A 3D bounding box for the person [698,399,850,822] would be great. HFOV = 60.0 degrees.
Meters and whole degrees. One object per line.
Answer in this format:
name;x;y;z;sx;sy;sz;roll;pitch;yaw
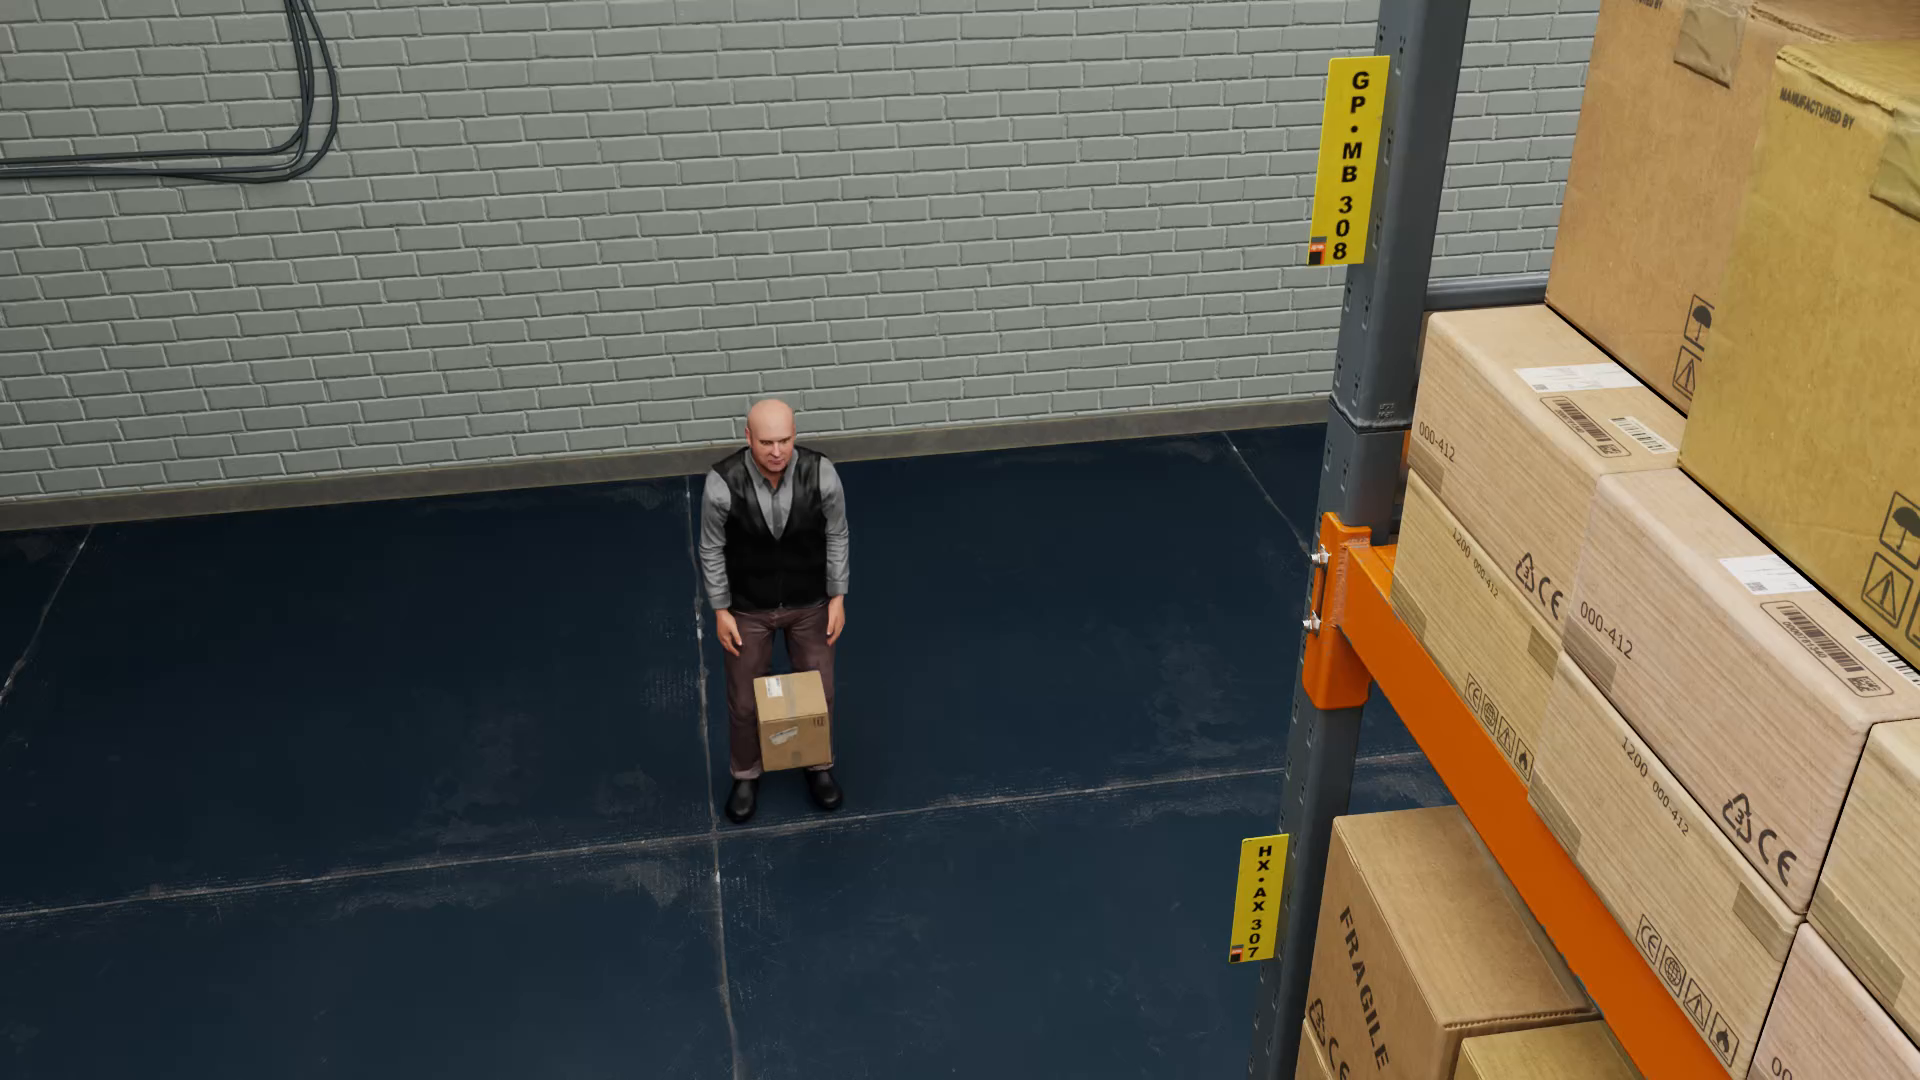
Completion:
person;-0.681;0.241;6.242;0.560;1.725;0.420;-6;31;-10
